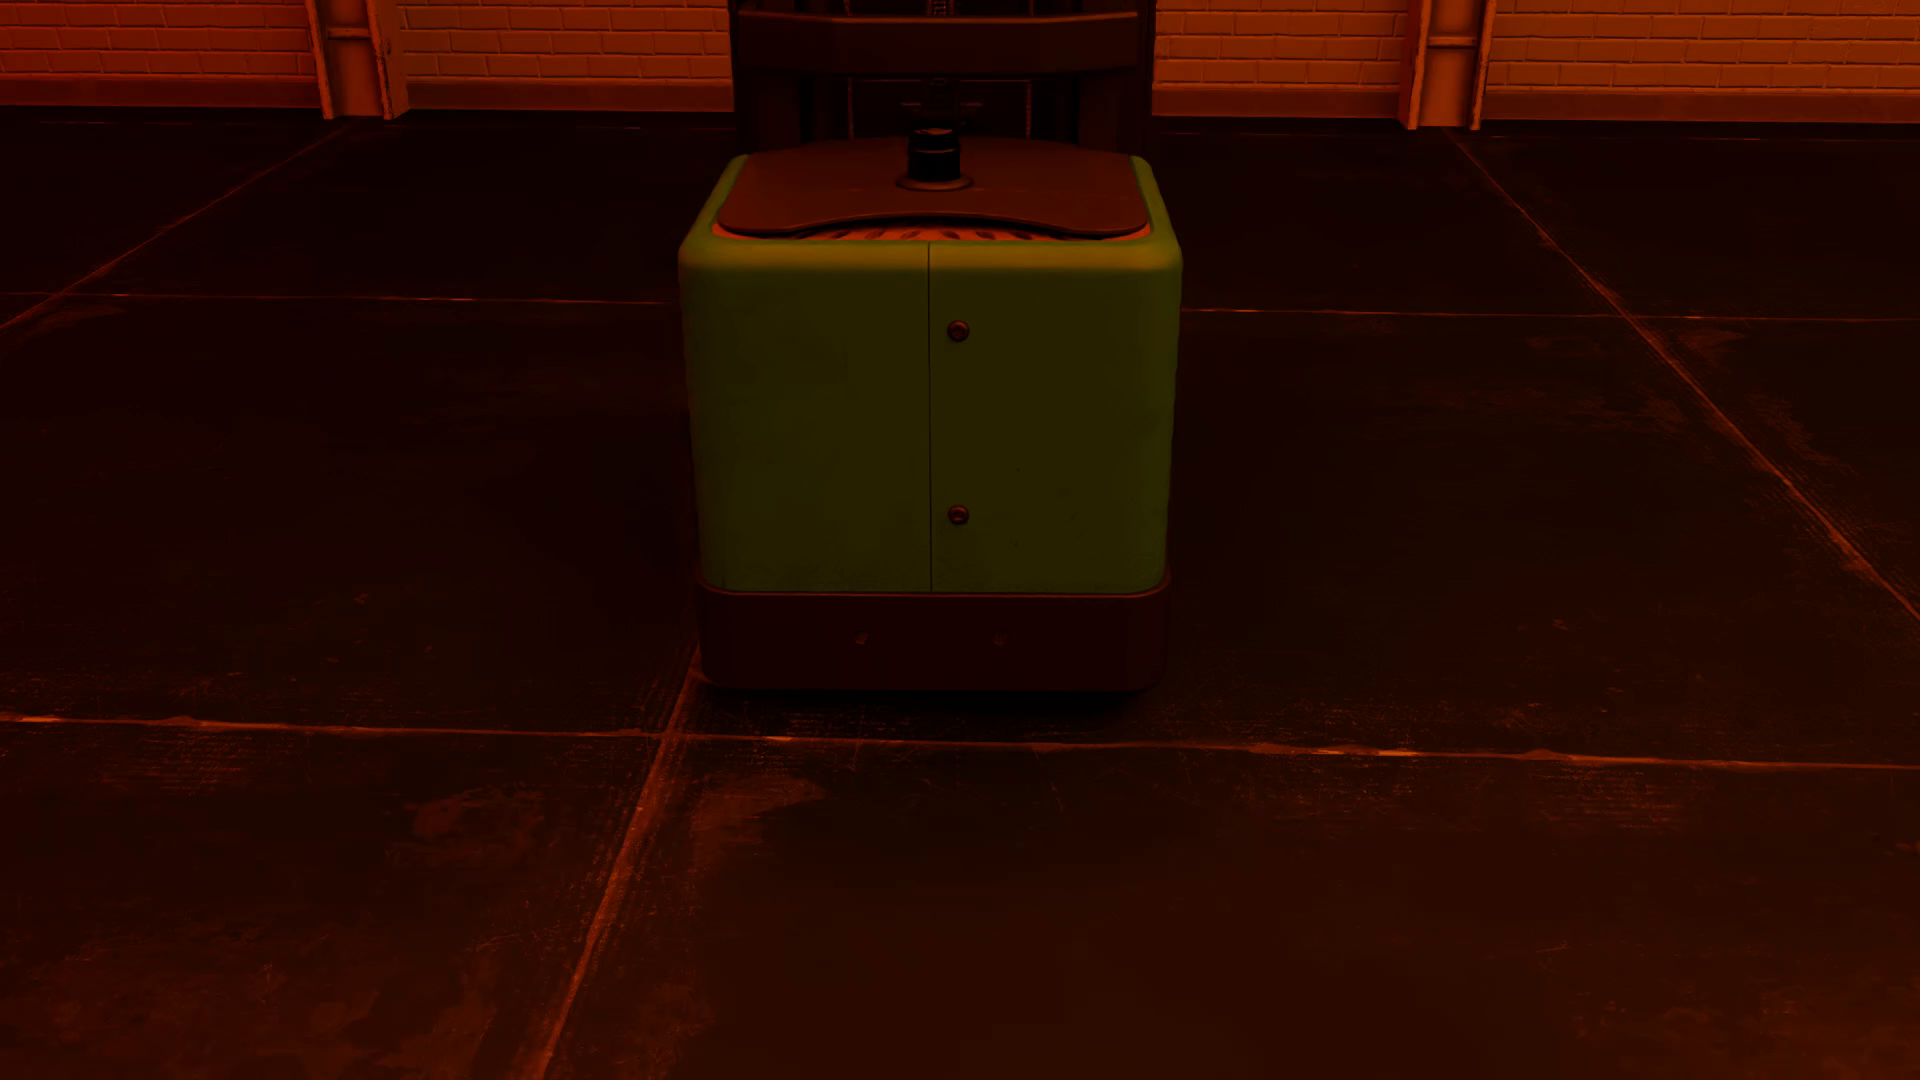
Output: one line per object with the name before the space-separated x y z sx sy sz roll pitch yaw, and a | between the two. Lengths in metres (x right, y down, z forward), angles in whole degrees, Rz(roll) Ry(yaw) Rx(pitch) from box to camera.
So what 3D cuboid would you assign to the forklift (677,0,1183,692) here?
forklift | -0.041 -1.586 4.423 1.130 2.935 3.031 0 26 1
